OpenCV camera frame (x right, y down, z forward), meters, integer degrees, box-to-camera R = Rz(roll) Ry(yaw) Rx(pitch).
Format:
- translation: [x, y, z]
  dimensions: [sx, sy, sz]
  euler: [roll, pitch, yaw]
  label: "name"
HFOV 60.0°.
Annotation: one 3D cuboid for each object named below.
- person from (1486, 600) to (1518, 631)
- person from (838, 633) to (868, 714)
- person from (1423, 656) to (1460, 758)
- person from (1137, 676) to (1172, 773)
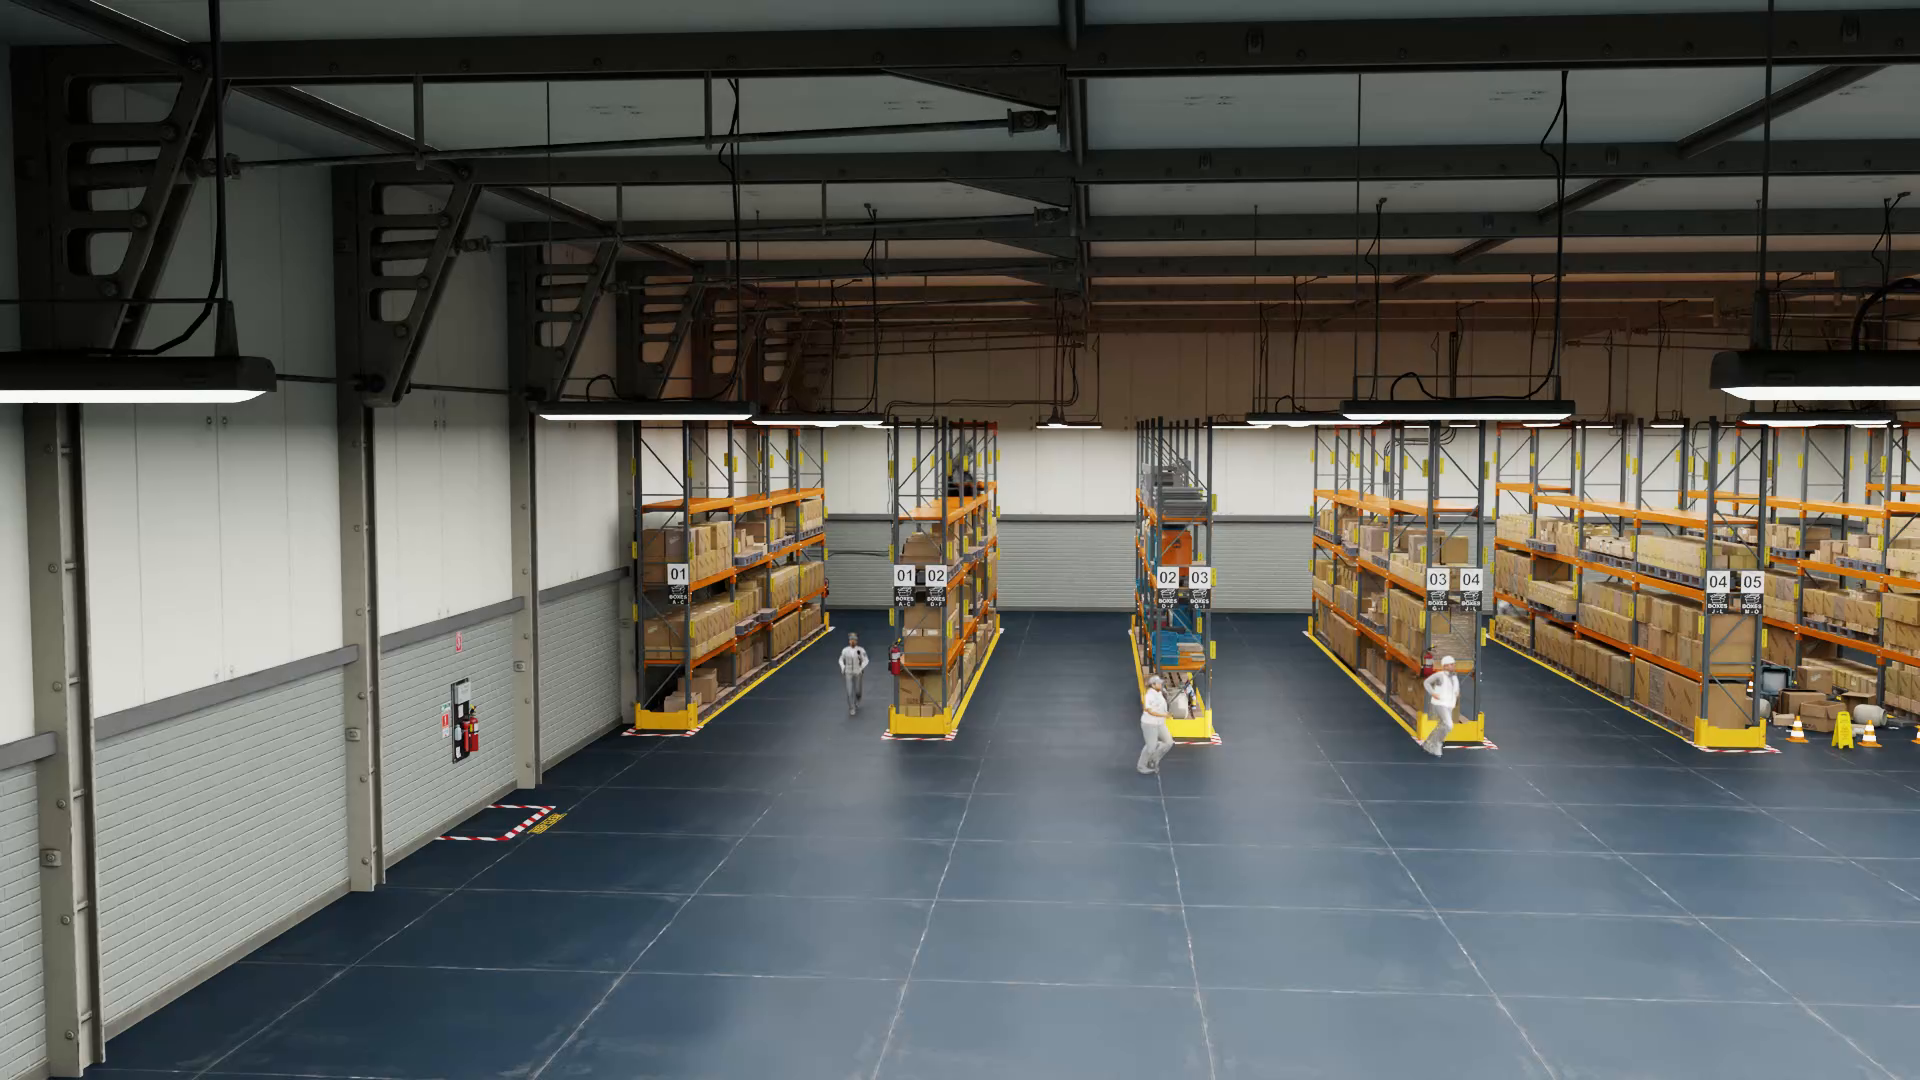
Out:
- translation: [15.583, 1.722, 47.462]
  dimensions: [1.096, 1.762, 0.737]
  euler: [0, 4, 7]
  label: "person"
- translation: [-2.166, 2.695, 33.724]
  dimensions: [0.613, 1.646, 0.579]
  euler: [0, 4, 1]
  label: "person"
- translation: [8.547, 2.937, 29.418]
  dimensions: [0.649, 1.791, 0.652]
  euler: [-3, 5, -36]
  label: "person"
- translation: [3.282, 3.094, 27.784]
  dimensions: [0.651, 1.674, 0.624]
  euler: [2, 4, 33]
  label: "person"
